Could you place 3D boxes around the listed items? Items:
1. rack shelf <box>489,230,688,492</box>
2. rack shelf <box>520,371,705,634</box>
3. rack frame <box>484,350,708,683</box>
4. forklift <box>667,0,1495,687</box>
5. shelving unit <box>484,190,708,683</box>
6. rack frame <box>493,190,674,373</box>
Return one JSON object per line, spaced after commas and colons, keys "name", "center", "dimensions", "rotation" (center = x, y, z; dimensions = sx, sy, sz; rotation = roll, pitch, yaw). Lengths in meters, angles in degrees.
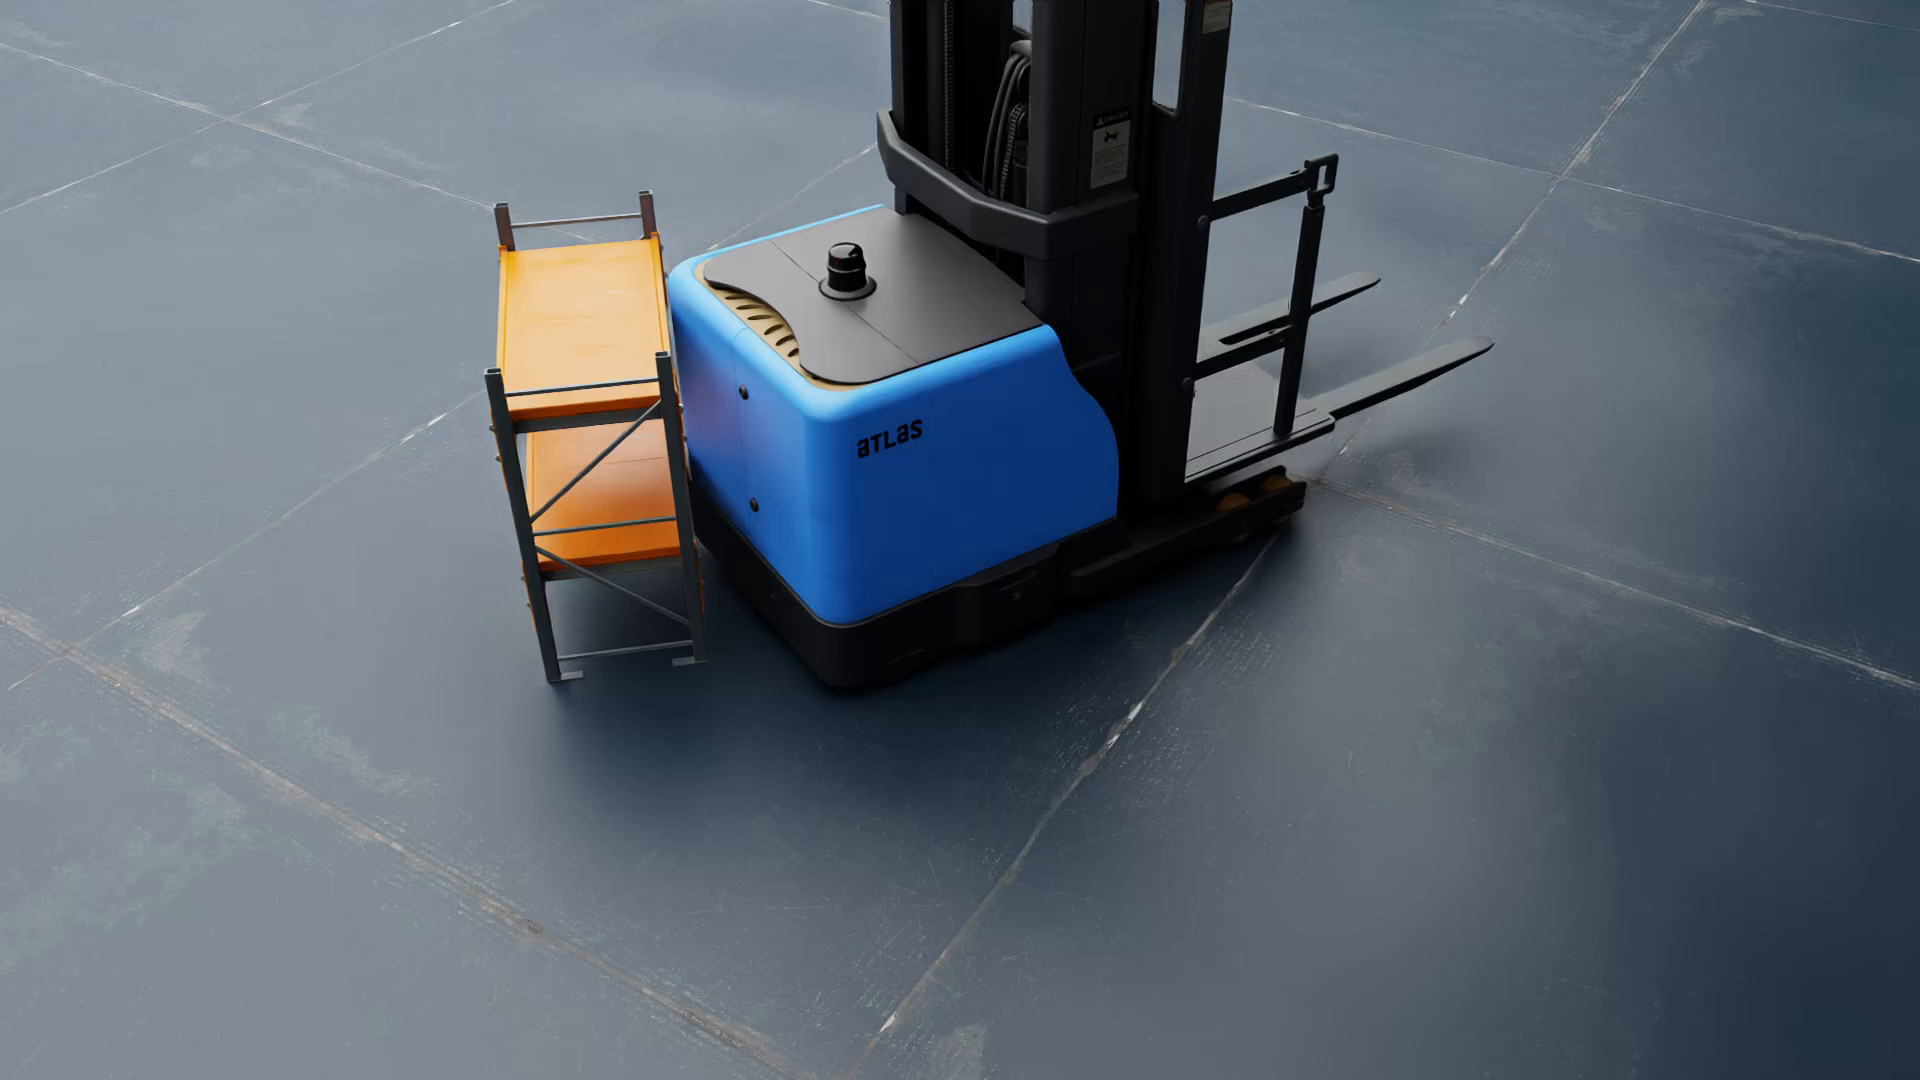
{"name": "rack shelf", "center": [-1.140, -0.575, 5.095], "dimensions": [0.538, 0.278, 1.000], "rotation": [-7, 38, -9]}
{"name": "rack shelf", "center": [-1.140, -0.150, 5.423], "dimensions": [0.538, 0.278, 1.000], "rotation": [-7, 38, -9]}
{"name": "rack frame", "center": [-1.042, -0.039, 4.879], "dimensions": [0.500, 1.125, 0.032], "rotation": [-7, 38, -9]}
{"name": "forklift", "center": [0.601, -1.405, 5.172], "dimensions": [3.031, 2.935, 1.130], "rotation": [-22, 43, -26]}
{"name": "shelving unit", "center": [-1.140, -0.343, 5.274], "dimensions": [0.538, 1.125, 1.048], "rotation": [-7, 38, -9]}
{"name": "rack frame", "center": [-1.239, -0.648, 5.669], "dimensions": [0.500, 1.125, 0.032], "rotation": [-7, 38, -9]}
